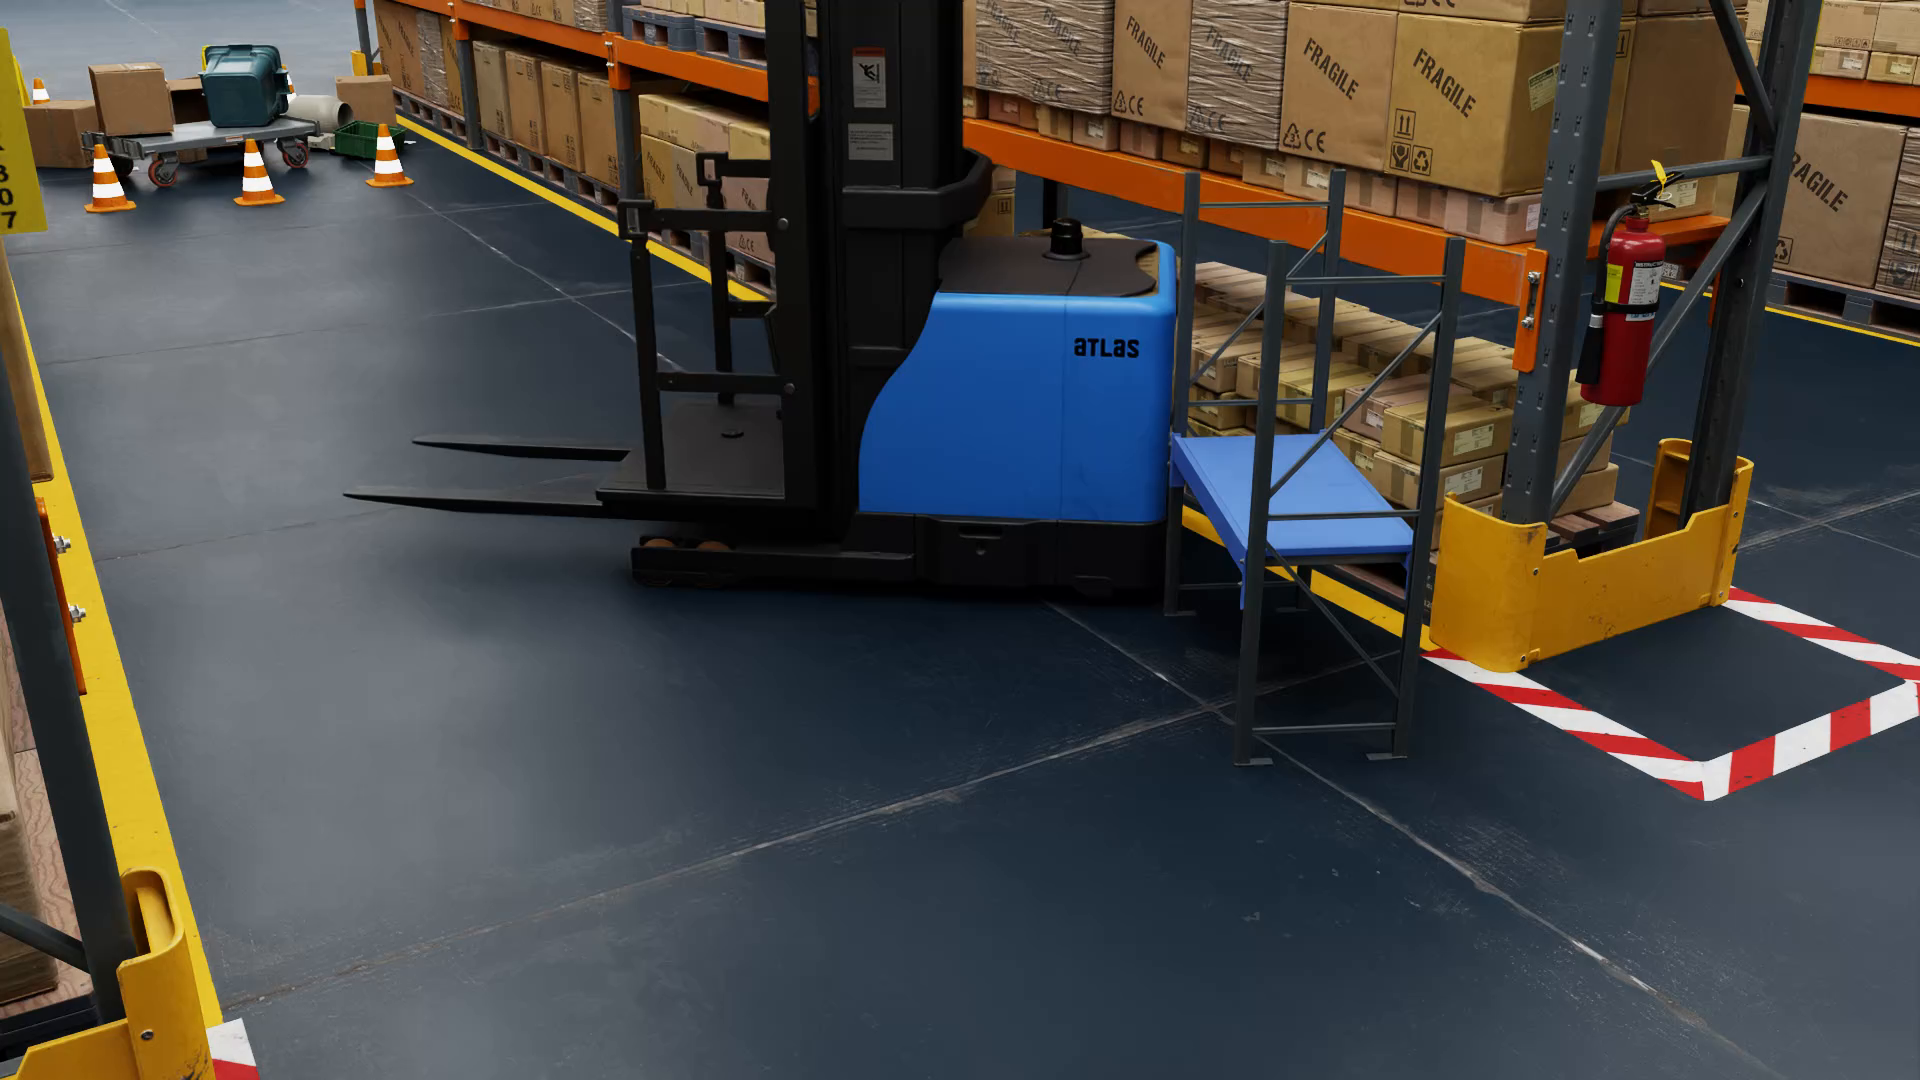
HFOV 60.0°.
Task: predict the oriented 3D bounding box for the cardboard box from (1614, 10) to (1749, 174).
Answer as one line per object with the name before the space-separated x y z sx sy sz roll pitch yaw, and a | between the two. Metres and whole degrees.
cardboard box | 2.165 -1.484 5.451 0.500 0.500 0.500 -11 25 -26

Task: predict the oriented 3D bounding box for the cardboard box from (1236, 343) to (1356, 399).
cardboard box | 1.270 -0.621 6.294 0.380 0.149 0.250 -14 26 -30

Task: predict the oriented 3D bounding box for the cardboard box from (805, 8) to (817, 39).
cardboard box | -0.646 -2.811 9.020 0.380 0.149 0.250 -14 26 -31

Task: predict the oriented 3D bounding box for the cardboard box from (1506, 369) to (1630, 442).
cardboard box | 2.181 -0.486 5.961 0.380 0.149 0.250 -14 26 -31

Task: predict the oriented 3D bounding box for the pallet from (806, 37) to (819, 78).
pallet | -0.152 -2.583 8.937 1.003 0.211 1.213 -13 25 -28

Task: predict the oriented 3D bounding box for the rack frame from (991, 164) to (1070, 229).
rack frame | 0.114 -2.396 8.223 1.000 3.000 0.127 -13 25 -28

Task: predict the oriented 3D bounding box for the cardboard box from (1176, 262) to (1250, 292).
cardboard box | 1.100 -1.157 7.613 0.380 0.149 0.250 -14 26 -31

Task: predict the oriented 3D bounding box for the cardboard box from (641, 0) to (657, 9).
cardboard box | -1.875 -3.586 10.925 0.380 0.149 0.250 -13 25 -29

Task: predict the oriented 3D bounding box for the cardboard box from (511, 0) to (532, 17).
cardboard box | -3.165 -4.320 12.824 0.500 0.500 0.500 -12 25 -27

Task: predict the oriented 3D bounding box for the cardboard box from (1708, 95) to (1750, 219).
cardboard box | 4.698 -2.299 10.247 0.875 0.875 0.875 -13 25 -28

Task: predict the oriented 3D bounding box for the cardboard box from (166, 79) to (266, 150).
cardboard box | -6.662 -3.820 14.860 0.797 0.637 0.503 -13 25 -28

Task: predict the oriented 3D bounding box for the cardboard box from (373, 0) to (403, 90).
cardboard box | -5.613 -5.284 17.592 0.875 0.875 0.875 -12 25 -28

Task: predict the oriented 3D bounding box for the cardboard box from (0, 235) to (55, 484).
cardboard box | -2.045 -0.373 3.114 0.500 0.500 0.500 -13 25 -29

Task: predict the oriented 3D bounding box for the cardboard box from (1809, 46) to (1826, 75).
cardboard box | 4.830 -2.704 9.313 0.380 0.149 0.250 -13 25 -29

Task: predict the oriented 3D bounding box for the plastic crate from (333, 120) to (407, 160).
plastic crate | -5.188 -3.514 14.632 0.450 0.188 0.662 9 22 -4

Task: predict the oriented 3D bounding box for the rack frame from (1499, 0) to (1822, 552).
rack frame | 2.157 -1.101 5.037 1.000 3.000 0.127 -13 25 -28

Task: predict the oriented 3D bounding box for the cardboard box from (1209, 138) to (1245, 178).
cardboard box | 1.165 -1.470 6.278 0.380 0.149 0.250 -14 26 -30

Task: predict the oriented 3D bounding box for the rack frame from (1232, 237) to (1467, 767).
rack frame | 1.029 -0.063 4.474 0.500 1.500 0.032 -2 22 -4

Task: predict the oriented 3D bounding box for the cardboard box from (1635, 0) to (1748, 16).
cardboard box | 2.156 -1.945 5.257 0.500 0.500 0.500 -13 25 -29

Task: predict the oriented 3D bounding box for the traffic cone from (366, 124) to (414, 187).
traffic cone | -4.586 -3.086 13.289 0.336 0.463 0.334 -13 25 -28

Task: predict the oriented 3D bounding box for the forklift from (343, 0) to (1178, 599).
forklift | -0.737 -1.379 5.811 3.031 2.935 1.130 3 22 6

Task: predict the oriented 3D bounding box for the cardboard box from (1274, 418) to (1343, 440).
cardboard box | 1.375 -0.397 6.137 0.380 0.149 0.250 -14 26 -30

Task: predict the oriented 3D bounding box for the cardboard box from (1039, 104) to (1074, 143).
cardboard box | 0.561 -1.796 7.081 0.380 0.149 0.250 -12 25 -27

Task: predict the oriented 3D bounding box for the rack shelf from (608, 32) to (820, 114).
rack shelf | -0.908 -2.710 9.951 1.077 0.370 4.000 -13 25 -28

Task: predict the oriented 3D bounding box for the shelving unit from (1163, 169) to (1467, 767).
shelving unit | 0.986 -0.254 4.944 0.538 1.500 1.048 -2 22 -4

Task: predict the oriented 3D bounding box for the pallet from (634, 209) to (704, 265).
pallet | -1.532 -2.146 11.311 1.003 0.211 1.213 -13 25 -28

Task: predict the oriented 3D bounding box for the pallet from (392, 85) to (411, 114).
pallet | -5.540 -4.745 17.705 1.003 0.211 1.213 -13 25 -28

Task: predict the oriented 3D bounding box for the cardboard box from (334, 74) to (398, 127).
cardboard box | -5.648 -4.134 15.815 0.500 0.500 0.500 -8 23 -19

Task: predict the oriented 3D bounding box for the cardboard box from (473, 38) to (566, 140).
cardboard box | -3.578 -3.955 14.487 1.050 0.750 0.750 -13 25 -29

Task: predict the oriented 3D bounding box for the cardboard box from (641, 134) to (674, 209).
cardboard box | -1.788 -2.450 11.116 0.500 0.500 0.500 -14 26 -30

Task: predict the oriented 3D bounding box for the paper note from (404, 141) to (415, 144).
paper note | -5.095 -3.654 15.260 0.142 0.020 0.147 8 23 18

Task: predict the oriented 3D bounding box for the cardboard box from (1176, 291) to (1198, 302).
cardboard box | 0.796 -0.971 7.155 0.380 0.149 0.250 -14 26 -30

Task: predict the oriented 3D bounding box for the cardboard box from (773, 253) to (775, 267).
cardboard box | -0.743 -1.790 9.494 0.500 0.500 0.500 -13 26 -29

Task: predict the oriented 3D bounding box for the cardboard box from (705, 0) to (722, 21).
cardboard box | -1.322 -3.239 10.072 0.380 0.149 0.250 -12 25 -27

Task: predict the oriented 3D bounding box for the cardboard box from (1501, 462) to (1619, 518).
cardboard box | 2.164 -0.206 6.064 0.380 0.149 0.250 -12 25 -27

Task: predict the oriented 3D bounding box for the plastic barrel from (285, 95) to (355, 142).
plastic barrel | -5.871 -3.865 15.257 0.512 0.421 0.421 4 22 9

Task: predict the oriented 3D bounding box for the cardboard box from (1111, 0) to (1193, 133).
cardboard box | 0.934 -1.875 6.413 0.500 0.500 0.500 -11 25 -26

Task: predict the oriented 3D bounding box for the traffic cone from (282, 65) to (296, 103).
traffic cone | -6.966 -4.660 17.163 0.336 0.463 0.334 -13 25 -28

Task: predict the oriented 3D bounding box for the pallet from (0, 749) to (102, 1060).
pallet | -2.523 0.932 3.739 1.003 0.211 1.213 -13 25 -28

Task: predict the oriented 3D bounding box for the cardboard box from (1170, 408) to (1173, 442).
cardboard box | 0.986 -0.512 6.815 0.380 0.149 0.250 -12 25 -27

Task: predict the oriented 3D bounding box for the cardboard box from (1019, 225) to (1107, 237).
cardboard box | 0.519 -1.481 8.409 0.380 0.149 0.250 -12 25 -27

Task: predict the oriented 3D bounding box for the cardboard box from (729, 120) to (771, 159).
cardboard box | -1.017 -2.310 9.777 0.500 0.250 0.500 -14 26 -31

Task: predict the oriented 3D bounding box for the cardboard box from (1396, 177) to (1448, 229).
cardboard box | 1.653 -1.124 5.426 0.380 0.149 0.250 -13 25 -28

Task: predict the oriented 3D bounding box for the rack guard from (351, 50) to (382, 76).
rack guard | -6.028 -5.130 18.270 1.175 0.500 0.348 -13 25 -28

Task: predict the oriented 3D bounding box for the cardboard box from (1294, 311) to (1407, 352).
cardboard box | 1.587 -0.814 6.769 0.380 0.149 0.250 -12 25 -26

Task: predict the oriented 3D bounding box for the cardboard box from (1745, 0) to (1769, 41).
cardboard box | 4.694 -3.021 9.565 0.500 0.250 0.500 -13 25 -28
